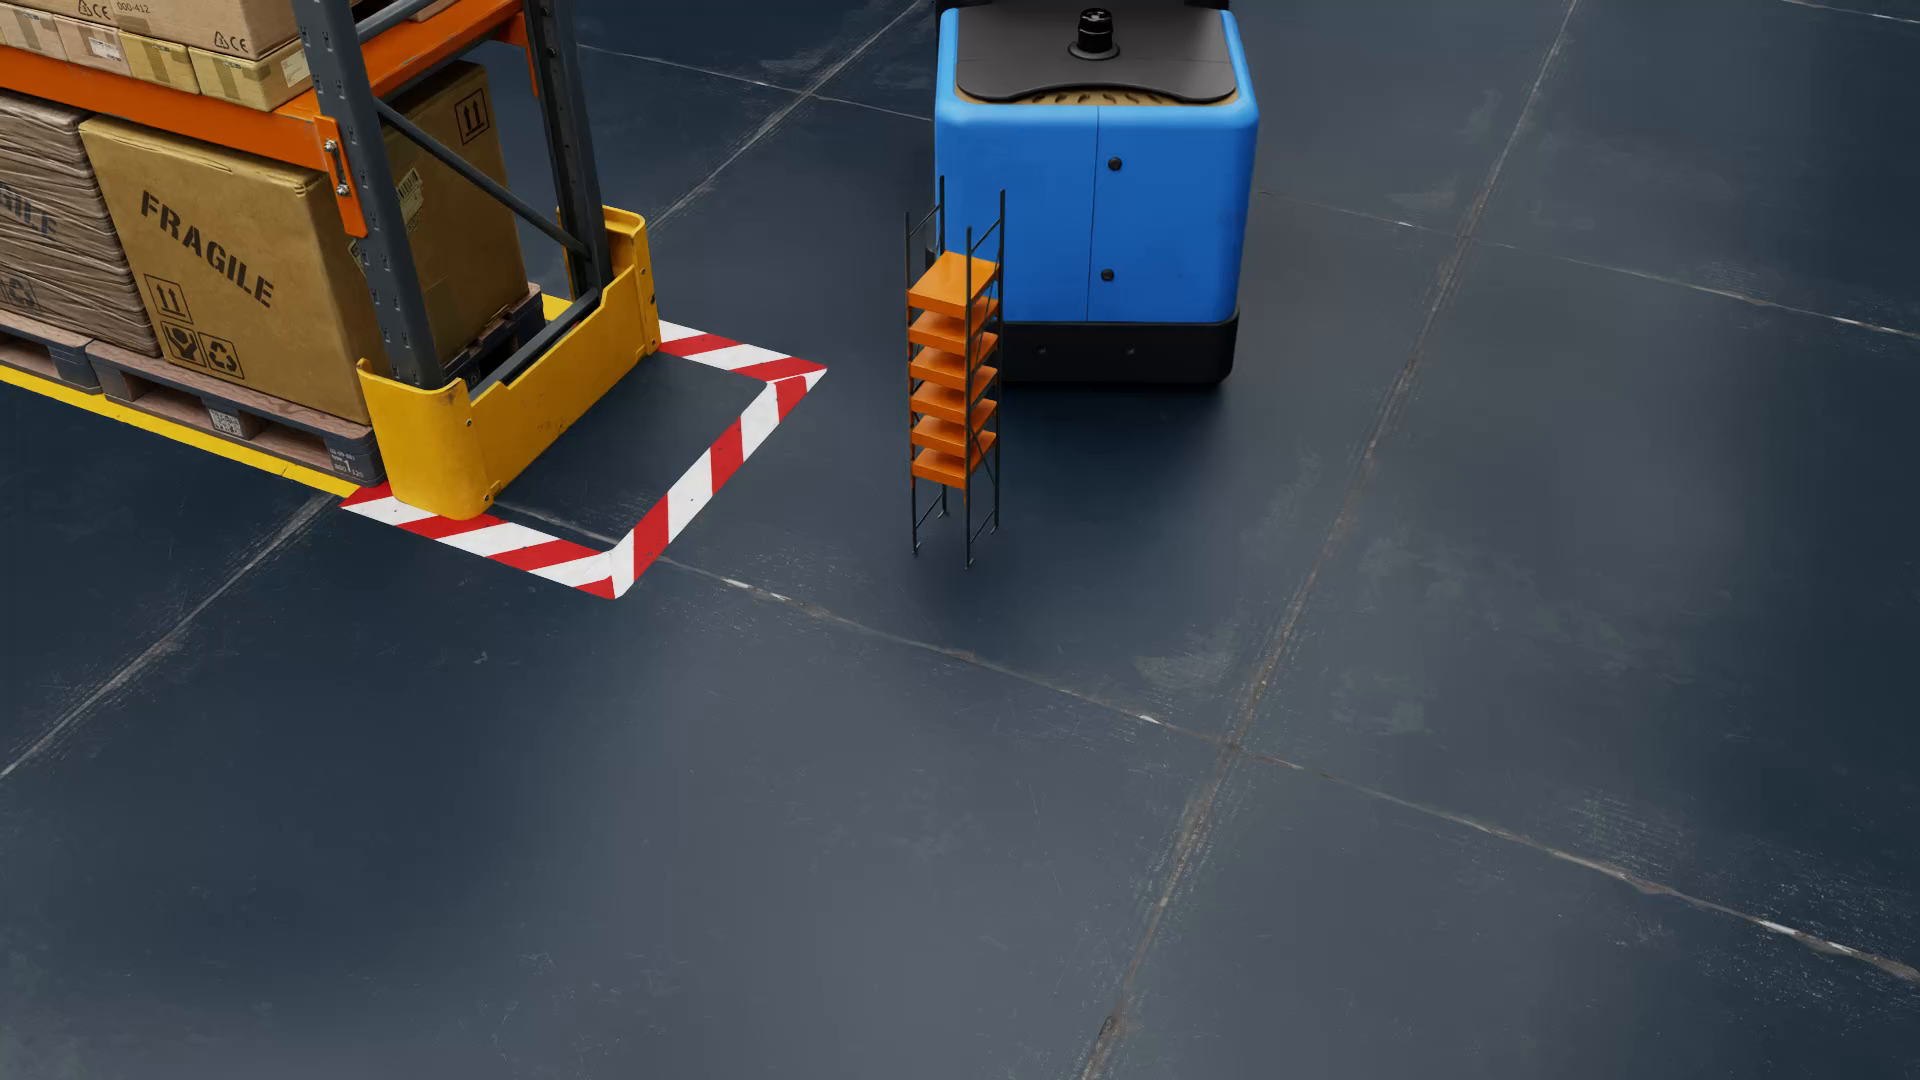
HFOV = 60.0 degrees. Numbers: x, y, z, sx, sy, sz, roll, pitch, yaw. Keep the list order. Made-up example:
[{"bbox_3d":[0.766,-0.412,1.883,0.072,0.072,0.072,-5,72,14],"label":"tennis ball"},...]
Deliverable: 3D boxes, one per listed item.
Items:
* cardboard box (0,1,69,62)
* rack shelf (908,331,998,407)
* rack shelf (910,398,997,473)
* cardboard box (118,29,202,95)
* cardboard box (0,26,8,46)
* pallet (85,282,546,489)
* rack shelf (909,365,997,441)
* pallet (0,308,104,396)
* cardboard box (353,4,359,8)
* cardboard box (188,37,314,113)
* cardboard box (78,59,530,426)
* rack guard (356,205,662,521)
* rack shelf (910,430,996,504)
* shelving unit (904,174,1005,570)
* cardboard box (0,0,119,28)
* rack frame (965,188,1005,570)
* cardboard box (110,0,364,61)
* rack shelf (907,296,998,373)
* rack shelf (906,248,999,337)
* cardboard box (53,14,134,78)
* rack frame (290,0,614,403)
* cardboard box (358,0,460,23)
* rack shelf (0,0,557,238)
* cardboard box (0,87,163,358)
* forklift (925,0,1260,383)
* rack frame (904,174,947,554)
[{"bbox_3d":[-2.646,-1.602,5.000,0.250,0.149,0.380,18,44,19],"label":"cardboard box"},{"bbox_3d":[-0.013,-0.514,4.812,0.180,0.103,0.258,17,44,19],"label":"rack shelf"},{"bbox_3d":[-0.013,-0.333,4.969,0.180,0.103,0.258,17,44,19],"label":"rack shelf"},{"bbox_3d":[-2.192,-1.462,4.838,0.250,0.149,0.380,17,44,19],"label":"cardboard box"},{"bbox_3d":[-2.882,-1.672,5.081,0.250,0.149,0.380,16,43,18],"label":"cardboard box"},{"bbox_3d":[-2.252,-0.703,5.901,1.213,0.211,1.003,17,44,19],"label":"pallet"},{"bbox_3d":[-0.013,-0.424,4.891,0.180,0.103,0.258,17,44,19],"label":"rack shelf"},{"bbox_3d":[-3.353,-1.042,6.291,1.213,0.211,1.003,17,44,19],"label":"pallet"},{"bbox_3d":[-1.909,-1.852,5.288,0.250,0.149,0.380,16,44,18],"label":"cardboard box"},{"bbox_3d":[-1.956,-1.391,4.756,0.250,0.149,0.380,18,44,19],"label":"cardboard box"},{"bbox_3d":[-2.108,-1.068,5.493,0.875,0.875,0.875,17,44,19],"label":"cardboard box"},{"bbox_3d":[-1.472,-0.631,5.596,0.348,0.500,1.175,17,44,19],"label":"rack guard"},{"bbox_3d":[-0.013,-0.242,5.048,0.180,0.103,0.258,17,44,19],"label":"rack shelf"},{"bbox_3d":[-0.013,-0.457,4.862,0.189,1.200,0.258,17,44,19],"label":"shelving unit"},{"bbox_3d":[-2.505,-1.756,4.873,0.500,0.250,0.500,16,43,18],"label":"cardboard box"},{"bbox_3d":[0.070,-0.432,4.832,0.006,1.200,0.240,17,44,19],"label":"rack frame"},{"bbox_3d":[-2.045,-1.615,4.710,0.500,0.250,0.500,16,44,18],"label":"cardboard box"},{"bbox_3d":[-0.013,-0.605,4.734,0.180,0.103,0.258,17,44,19],"label":"rack shelf"},{"bbox_3d":[-0.013,-0.696,4.655,0.180,0.103,0.258,17,44,19],"label":"rack shelf"},{"bbox_3d":[-2.420,-1.532,4.919,0.250,0.149,0.380,17,44,19],"label":"cardboard box"},{"bbox_3d":[-1.494,-1.582,4.785,0.127,3.000,1.000,17,44,19],"label":"rack frame"},{"bbox_3d":[-1.676,-1.782,5.207,0.250,0.149,0.380,17,44,19],"label":"cardboard box"},{"bbox_3d":[-3.307,-1.864,5.660,4.000,0.370,1.077,17,44,19],"label":"rack shelf"},{"bbox_3d":[-2.933,-1.320,5.784,0.875,0.875,0.875,17,44,19],"label":"cardboard box"},{"bbox_3d":[0.455,-2.593,6.004,1.130,2.935,3.031,1,41,1],"label":"forklift"},{"bbox_3d":[-0.096,-0.483,4.891,0.006,1.200,0.240,17,44,19],"label":"rack frame"}]
